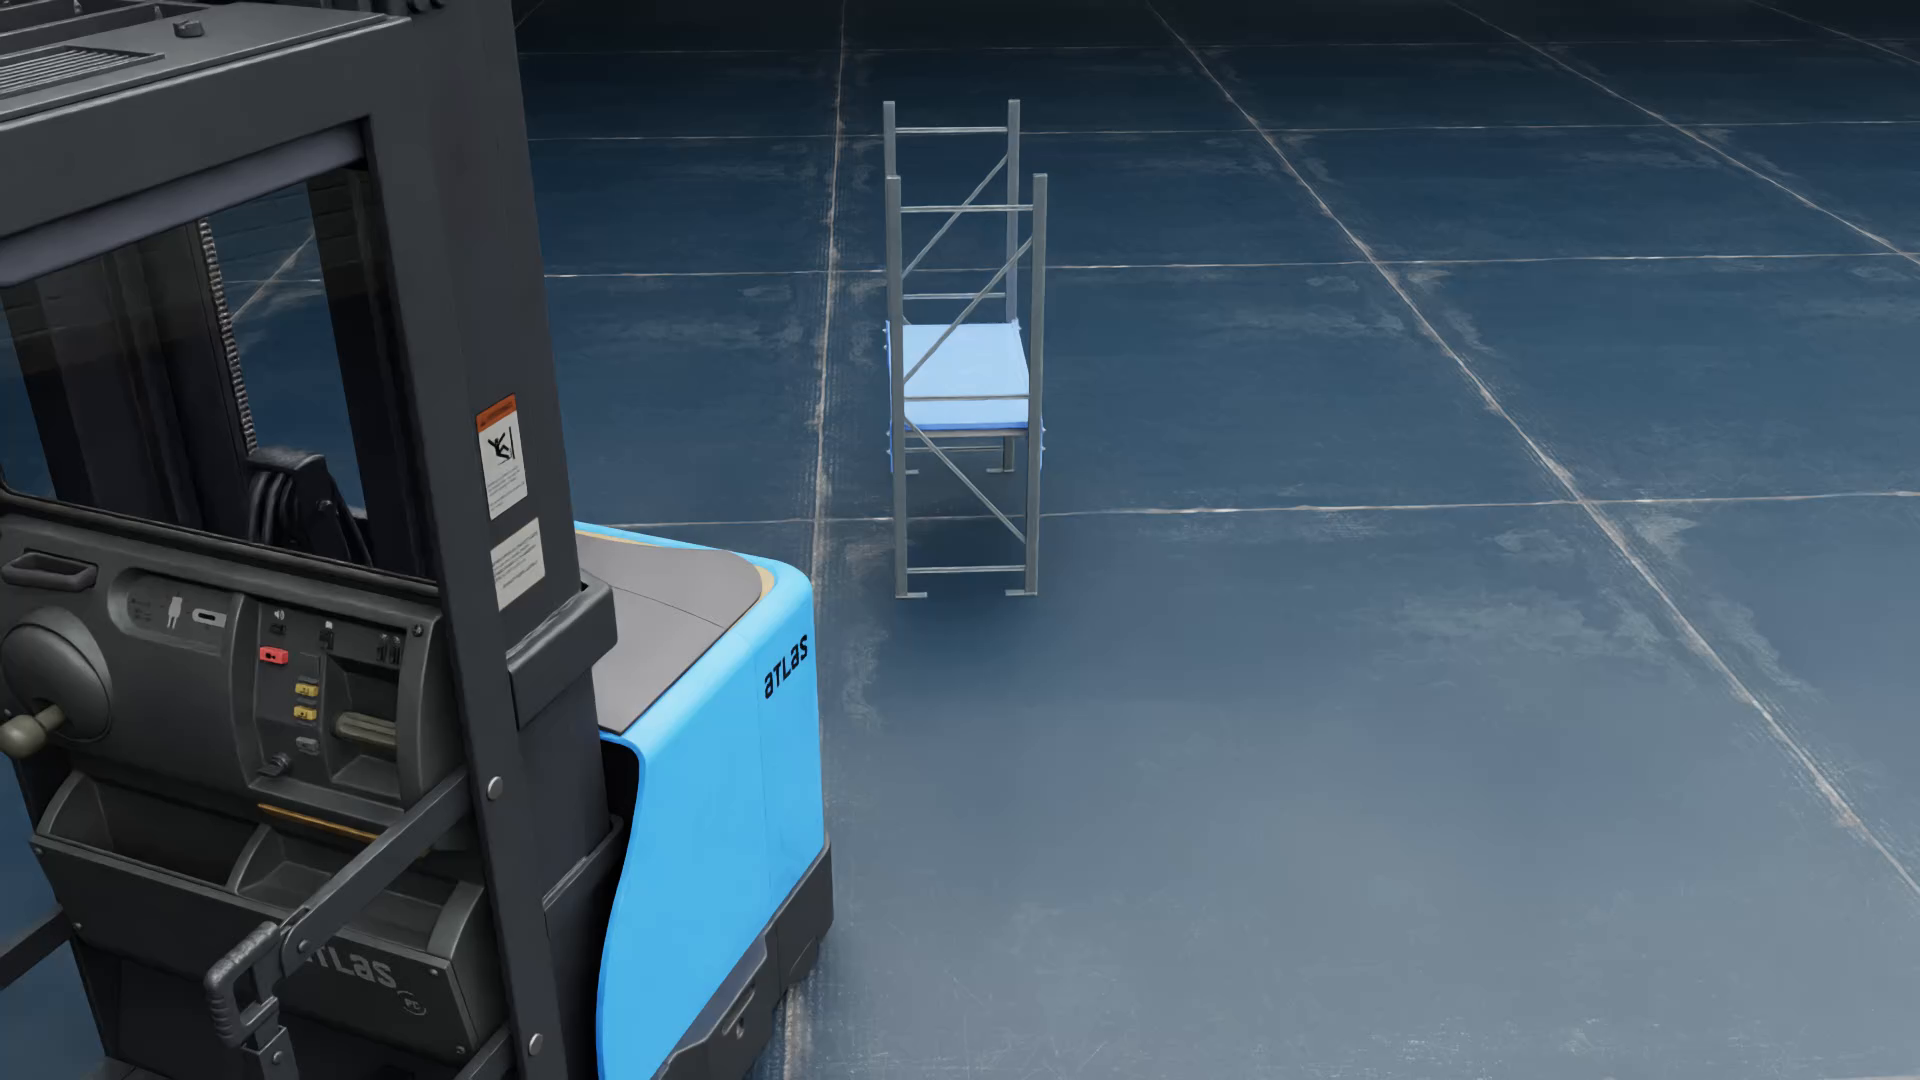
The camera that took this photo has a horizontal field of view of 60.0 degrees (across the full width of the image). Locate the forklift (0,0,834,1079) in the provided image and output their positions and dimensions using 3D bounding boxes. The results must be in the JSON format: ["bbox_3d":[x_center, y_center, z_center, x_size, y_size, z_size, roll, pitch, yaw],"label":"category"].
[{"bbox_3d":[-1.336,0.262,2.579,1.130,2.935,3.031,10,29,19],"label":"forklift"}]

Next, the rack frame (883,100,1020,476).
[{"bbox_3d":[-0.031,-0.939,6.429,0.500,1.500,0.032,-1,28,-3],"label":"rack frame"}]

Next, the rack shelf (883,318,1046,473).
[{"bbox_3d":[-0.004,-0.545,6.062,0.538,0.185,1.000,-1,28,-3],"label":"rack shelf"}]

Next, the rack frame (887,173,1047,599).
[{"bbox_3d":[0.022,-0.470,5.529,0.500,1.500,0.032,-1,28,-3],"label":"rack frame"}]

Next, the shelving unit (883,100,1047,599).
[{"bbox_3d":[-0.004,-0.704,5.979,0.538,1.500,1.048,-1,28,-3],"label":"shelving unit"}]
